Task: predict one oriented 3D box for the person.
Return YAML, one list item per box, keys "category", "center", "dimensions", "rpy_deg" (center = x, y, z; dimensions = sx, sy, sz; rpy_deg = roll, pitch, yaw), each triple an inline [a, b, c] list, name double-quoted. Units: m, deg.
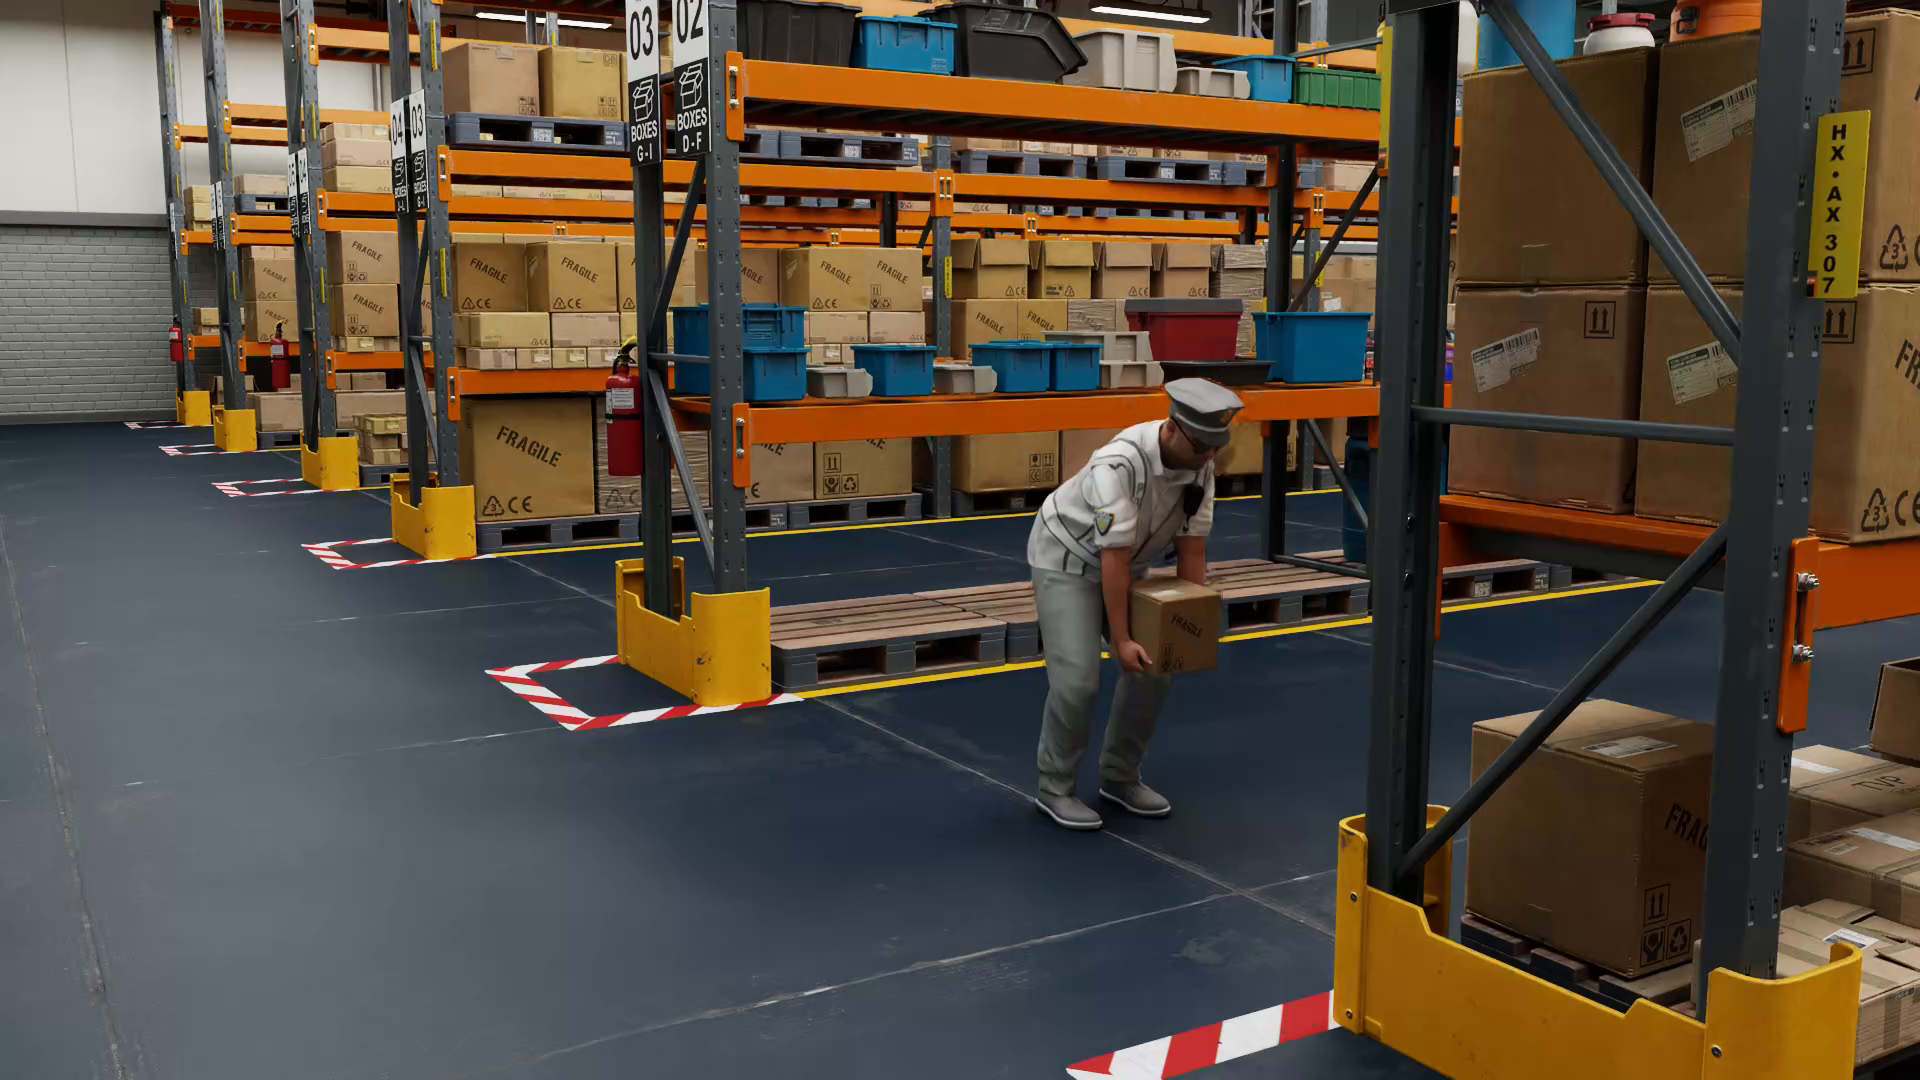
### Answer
- category: "person"
  center: [0.585, 0.220, 5.571]
  dimensions: [0.487, 1.529, 0.860]
  rpy_deg: [-5, 10, -32]
